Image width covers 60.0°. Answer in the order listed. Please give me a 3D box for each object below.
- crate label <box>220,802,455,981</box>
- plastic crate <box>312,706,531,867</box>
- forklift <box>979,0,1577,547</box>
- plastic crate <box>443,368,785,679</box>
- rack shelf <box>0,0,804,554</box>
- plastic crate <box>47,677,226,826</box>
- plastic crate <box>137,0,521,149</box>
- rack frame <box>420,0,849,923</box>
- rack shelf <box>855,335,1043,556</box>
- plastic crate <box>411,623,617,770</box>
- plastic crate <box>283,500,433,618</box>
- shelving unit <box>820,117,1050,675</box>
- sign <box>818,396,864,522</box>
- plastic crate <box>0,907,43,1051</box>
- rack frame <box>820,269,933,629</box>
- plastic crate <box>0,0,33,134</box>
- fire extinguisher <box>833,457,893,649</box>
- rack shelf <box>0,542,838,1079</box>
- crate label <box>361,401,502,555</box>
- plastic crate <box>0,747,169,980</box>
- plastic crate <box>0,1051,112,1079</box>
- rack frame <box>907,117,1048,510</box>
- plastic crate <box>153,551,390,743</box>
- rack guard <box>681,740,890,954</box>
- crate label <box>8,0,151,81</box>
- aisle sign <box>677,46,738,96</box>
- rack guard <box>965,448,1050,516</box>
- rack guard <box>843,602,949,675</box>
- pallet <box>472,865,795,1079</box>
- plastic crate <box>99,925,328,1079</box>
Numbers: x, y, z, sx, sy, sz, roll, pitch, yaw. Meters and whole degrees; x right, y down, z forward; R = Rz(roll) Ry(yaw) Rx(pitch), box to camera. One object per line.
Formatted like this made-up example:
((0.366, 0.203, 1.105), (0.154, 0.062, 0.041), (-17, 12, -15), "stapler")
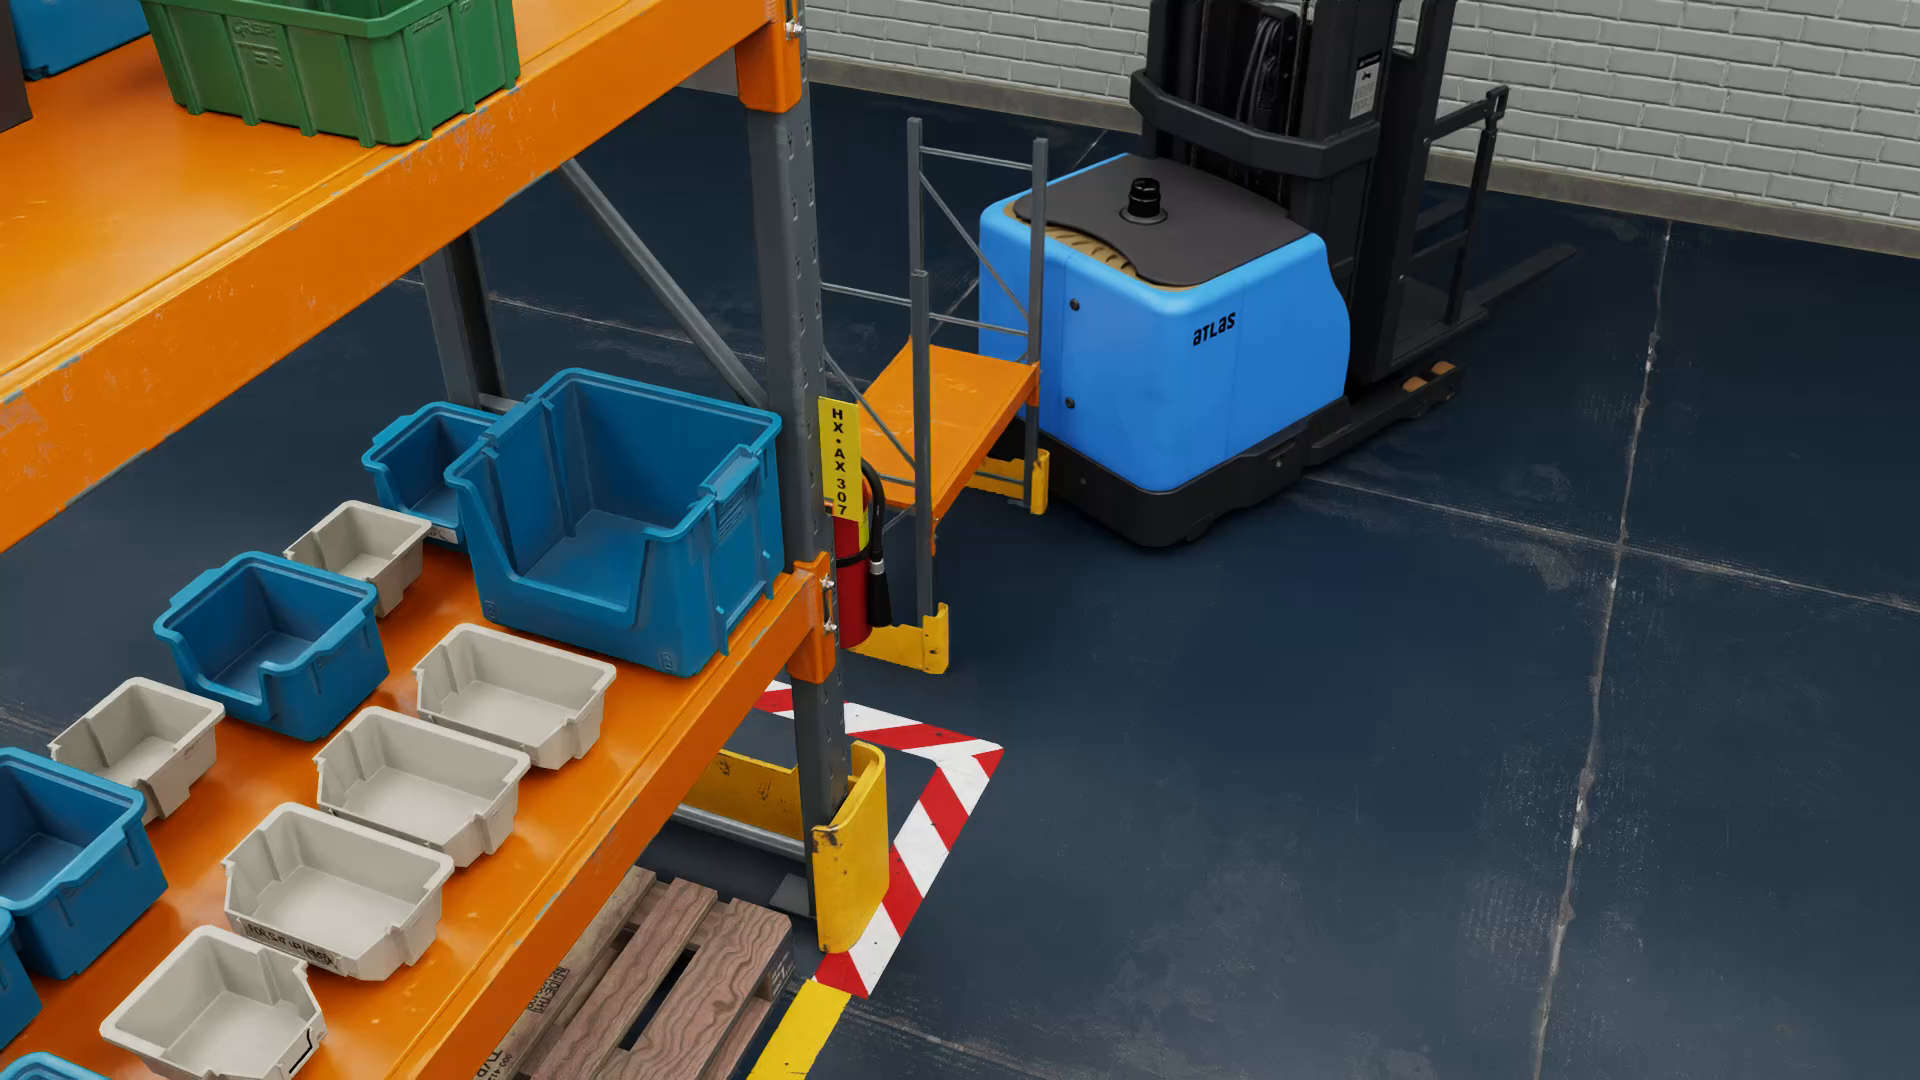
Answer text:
((-1.140, 0.657, 3.036), (0.396, 0.136, 0.243), (14, 39, 18), "crate label")
((-1.057, 0.497, 3.250), (0.396, 0.136, 0.243), (14, 39, 18), "plastic crate")
((1.497, -1.896, 6.339), (3.031, 2.935, 1.130), (-28, 45, -32), "forklift")
((-0.745, -0.045, 3.725), (0.616, 0.435, 0.499), (14, 39, 18), "plastic crate")
((-1.551, -0.041, 1.894), (1.077, 0.370, 4.000), (14, 39, 18), "rack shelf")
((-1.645, 0.443, 3.322), (0.250, 0.136, 0.298), (14, 39, 18), "plastic crate")
((-0.901, -0.740, 2.406), (0.450, 0.188, 0.336), (14, 39, 18), "plastic crate")
((-0.790, -0.235, 4.058), (1.000, 3.000, 0.127), (14, 39, 18), "rack frame")
((-0.135, -0.354, 5.772), (0.538, 0.185, 1.000), (14, 39, 18), "rack shelf")
((-0.933, 0.340, 3.460), (0.396, 0.136, 0.243), (14, 39, 18), "plastic crate")
((-1.387, 0.067, 3.825), (0.250, 0.136, 0.298), (14, 39, 18), "plastic crate")
((-0.132, -0.503, 5.671), (0.587, 1.500, 1.083), (14, 39, 18), "shelving unit")
((-0.275, -0.184, 3.854), (0.100, 0.325, 0.005), (14, 39, 18), "sign")
((-1.804, 0.765, 2.810), (0.416, 0.233, 0.300), (14, 39, 18), "plastic crate")
((-0.327, -0.216, 5.287), (0.500, 1.500, 0.032), (14, 39, 18), "rack frame")
((-1.626, -0.628, 2.131), (0.504, 0.338, 0.767), (14, 39, 18), "plastic crate")
((-0.313, -0.034, 4.166), (0.296, 0.674, 0.183), (14, 39, 18), "fire extinguisher")
((-1.551, 1.161, 2.792), (1.077, 0.370, 4.000), (14, 39, 18), "rack shelf")
((-1.189, -0.130, 4.008), (0.416, 0.233, 0.303), (14, 39, 18), "crate label")
((-1.690, 0.599, 3.033), (0.416, 0.233, 0.300), (14, 39, 18), "plastic crate")
((-1.335, 1.004, 2.491), (0.416, 0.233, 0.300), (14, 39, 18), "plastic crate")
((0.057, -0.780, 6.041), (0.500, 1.500, 0.032), (14, 39, 18), "rack frame")
((-1.439, 0.235, 3.520), (0.416, 0.233, 0.300), (14, 39, 18), "plastic crate")
((-0.793, 0.750, 4.829), (1.175, 0.500, 0.348), (14, 39, 18), "rack guard")
((-1.440, -0.939, 2.620), (0.408, 0.251, 0.502), (14, 39, 18), "crate label")
((-0.492, -1.249, 3.244), (0.394, 0.787, 0.004), (14, 39, 18), "aisle sign")
((0.056, -0.279, 6.414), (0.587, 0.250, 0.087), (14, 39, 18), "rack guard")
((-0.320, 0.273, 5.675), (0.587, 0.250, 0.087), (14, 39, 18), "rack guard")
((-1.140, 1.330, 4.294), (1.003, 0.211, 1.213), (14, 39, 18), "pallet")
((-1.236, 0.825, 2.811), (0.298, 0.136, 0.250), (14, 39, 18), "plastic crate")
